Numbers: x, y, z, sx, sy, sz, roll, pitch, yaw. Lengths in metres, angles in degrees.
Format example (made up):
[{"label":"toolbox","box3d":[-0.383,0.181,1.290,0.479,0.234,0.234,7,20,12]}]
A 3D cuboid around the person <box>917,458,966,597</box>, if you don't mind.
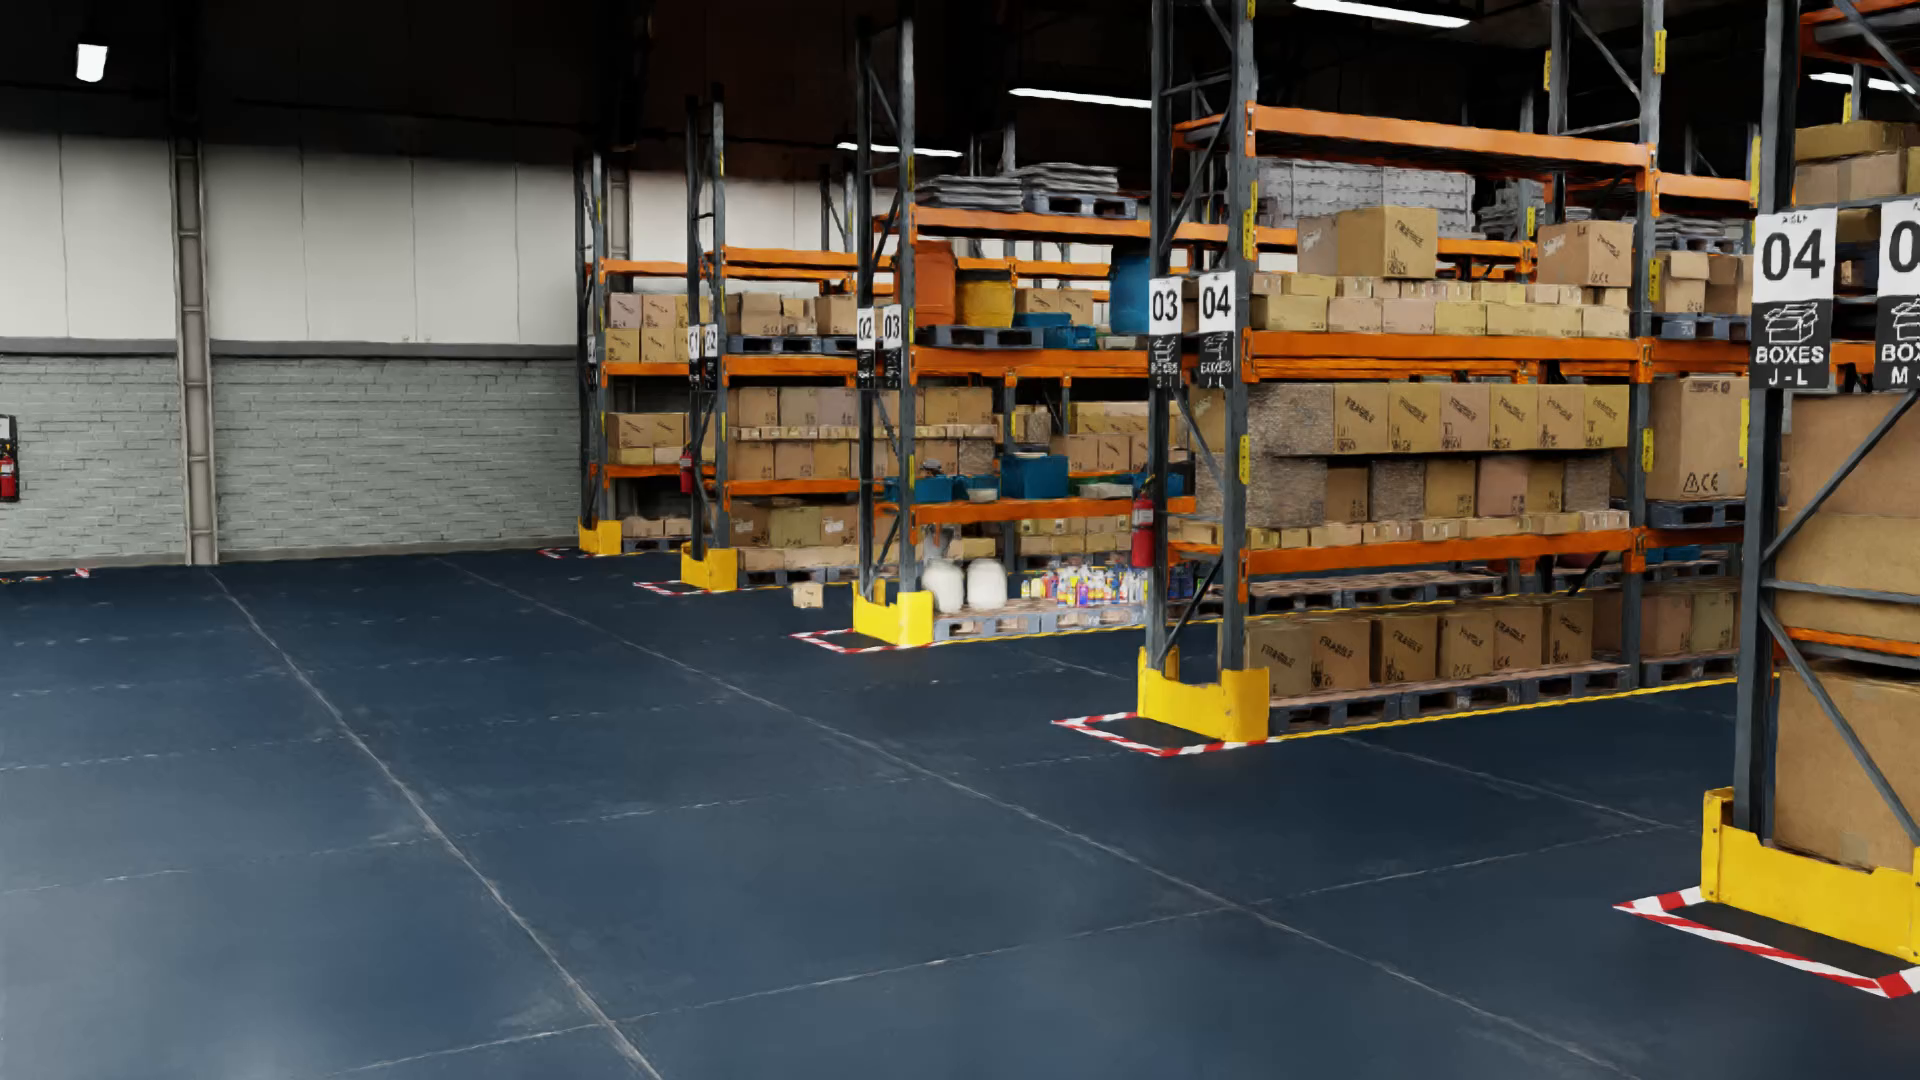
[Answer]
[{"label":"person","box3d":[-0.198,-0.069,18.270,0.582,1.655,0.547,1,5,7]}]
